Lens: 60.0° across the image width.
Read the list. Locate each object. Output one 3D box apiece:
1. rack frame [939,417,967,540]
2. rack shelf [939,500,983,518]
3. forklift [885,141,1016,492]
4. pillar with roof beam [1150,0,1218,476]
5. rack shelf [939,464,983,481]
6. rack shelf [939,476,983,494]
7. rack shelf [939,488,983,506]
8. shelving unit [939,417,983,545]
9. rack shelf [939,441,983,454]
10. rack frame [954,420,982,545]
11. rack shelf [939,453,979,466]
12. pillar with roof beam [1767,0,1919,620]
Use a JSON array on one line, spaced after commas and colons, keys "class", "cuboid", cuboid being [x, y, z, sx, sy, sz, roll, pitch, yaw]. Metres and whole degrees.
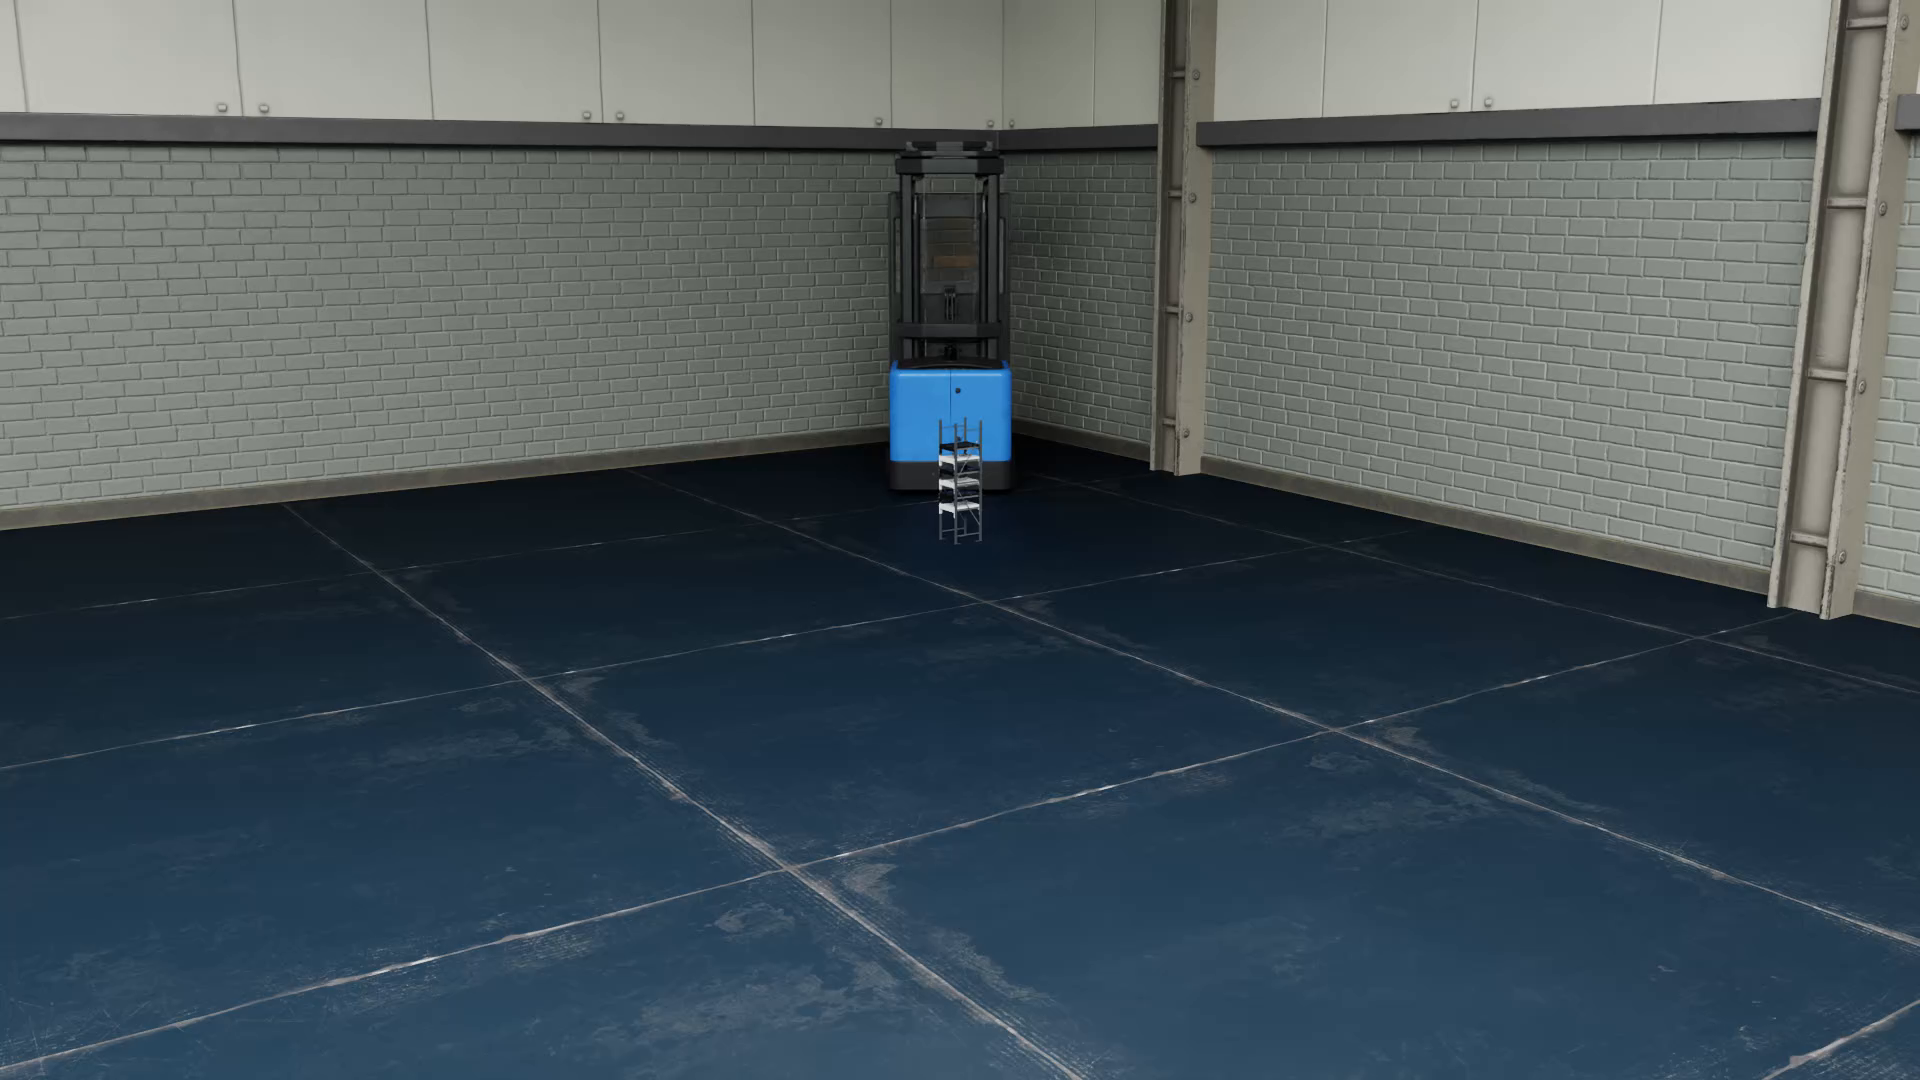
[{"class": "rack frame", "cuboid": [-0.052, -0.456, 12.342, 0.240, 0.900, 0.006, -8, 15, -33]}, {"class": "rack shelf", "cuboid": [0.004, -0.230, 12.305, 0.258, 0.077, 0.200, -8, 15, -33]}, {"class": "forklift", "cuboid": [-0.098, -2.106, 15.130, 1.130, 2.935, 3.031, 0, 12, -1]}, {"class": "pillar with roof beam", "cuboid": [-1.601, -4.520, 11.967, 9.100, 9.000, 0.400, -8, 15, -33]}, {"class": "rack shelf", "cuboid": [0.004, -0.494, 12.247, 0.258, 0.077, 0.200, -8, 15, -33]}, {"class": "rack shelf", "cuboid": [0.004, -0.406, 12.266, 0.258, 0.077, 0.200, -8, 15, -33]}, {"class": "rack shelf", "cuboid": [0.004, -0.318, 12.285, 0.258, 0.077, 0.200, -8, 15, -33]}, {"class": "shelving unit", "cuboid": [0.004, -0.438, 12.259, 0.258, 0.900, 0.210, -8, 15, -33]}, {"class": "rack shelf", "cuboid": [0.004, -0.669, 12.208, 0.258, 0.077, 0.200, -8, 15, -33]}, {"class": "rack frame", "cuboid": [0.061, -0.420, 12.176, 0.240, 0.900, 0.006, -8, 15, -33]}, {"class": "rack shelf", "cuboid": [0.004, -0.581, 12.228, 0.258, 0.077, 0.200, -8, 15, -33]}, {"class": "pillar with roof beam", "cuboid": [1.723, -3.453, 7.087, 9.100, 9.000, 0.400, -8, 15, -33]}]
